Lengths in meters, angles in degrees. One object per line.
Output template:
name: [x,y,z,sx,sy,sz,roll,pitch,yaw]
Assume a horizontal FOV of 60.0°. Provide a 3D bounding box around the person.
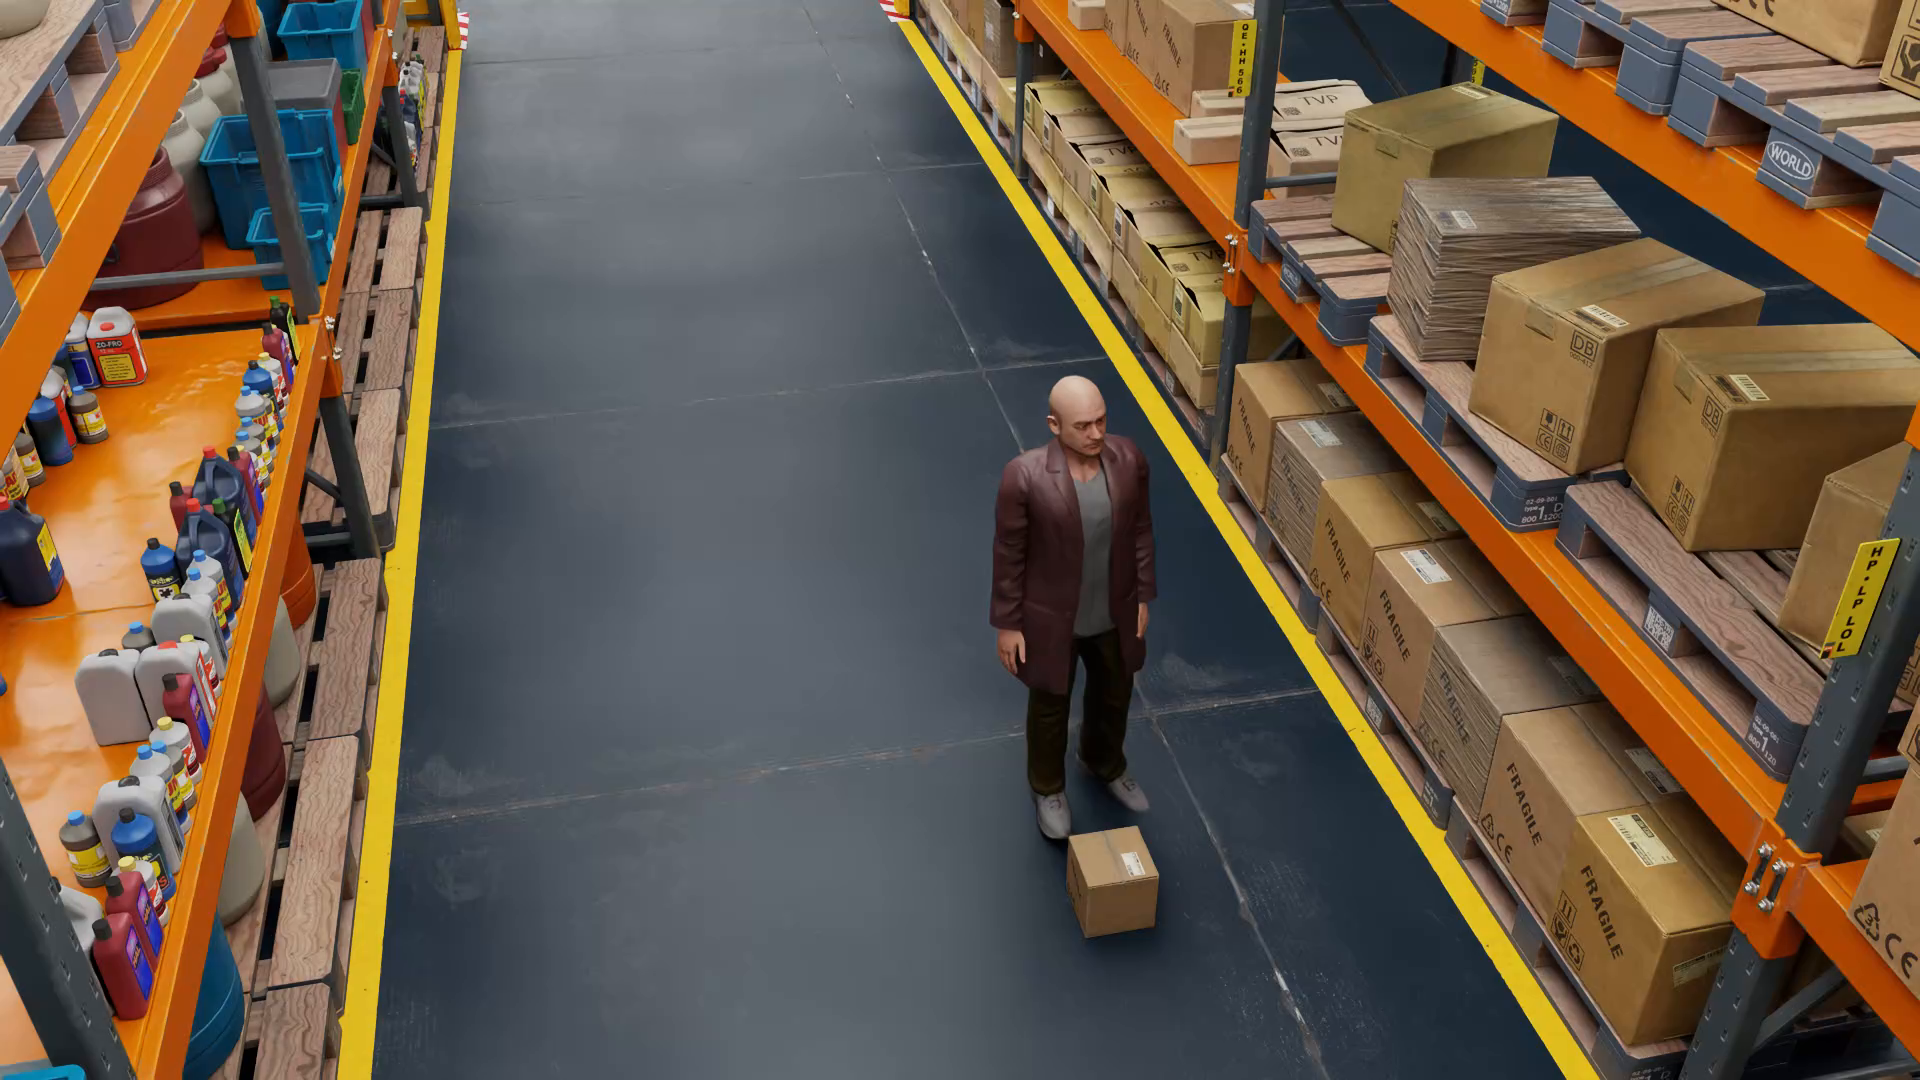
person: [0.402,0.271,5.767,0.622,1.829,0.432,-10,35,-15]
